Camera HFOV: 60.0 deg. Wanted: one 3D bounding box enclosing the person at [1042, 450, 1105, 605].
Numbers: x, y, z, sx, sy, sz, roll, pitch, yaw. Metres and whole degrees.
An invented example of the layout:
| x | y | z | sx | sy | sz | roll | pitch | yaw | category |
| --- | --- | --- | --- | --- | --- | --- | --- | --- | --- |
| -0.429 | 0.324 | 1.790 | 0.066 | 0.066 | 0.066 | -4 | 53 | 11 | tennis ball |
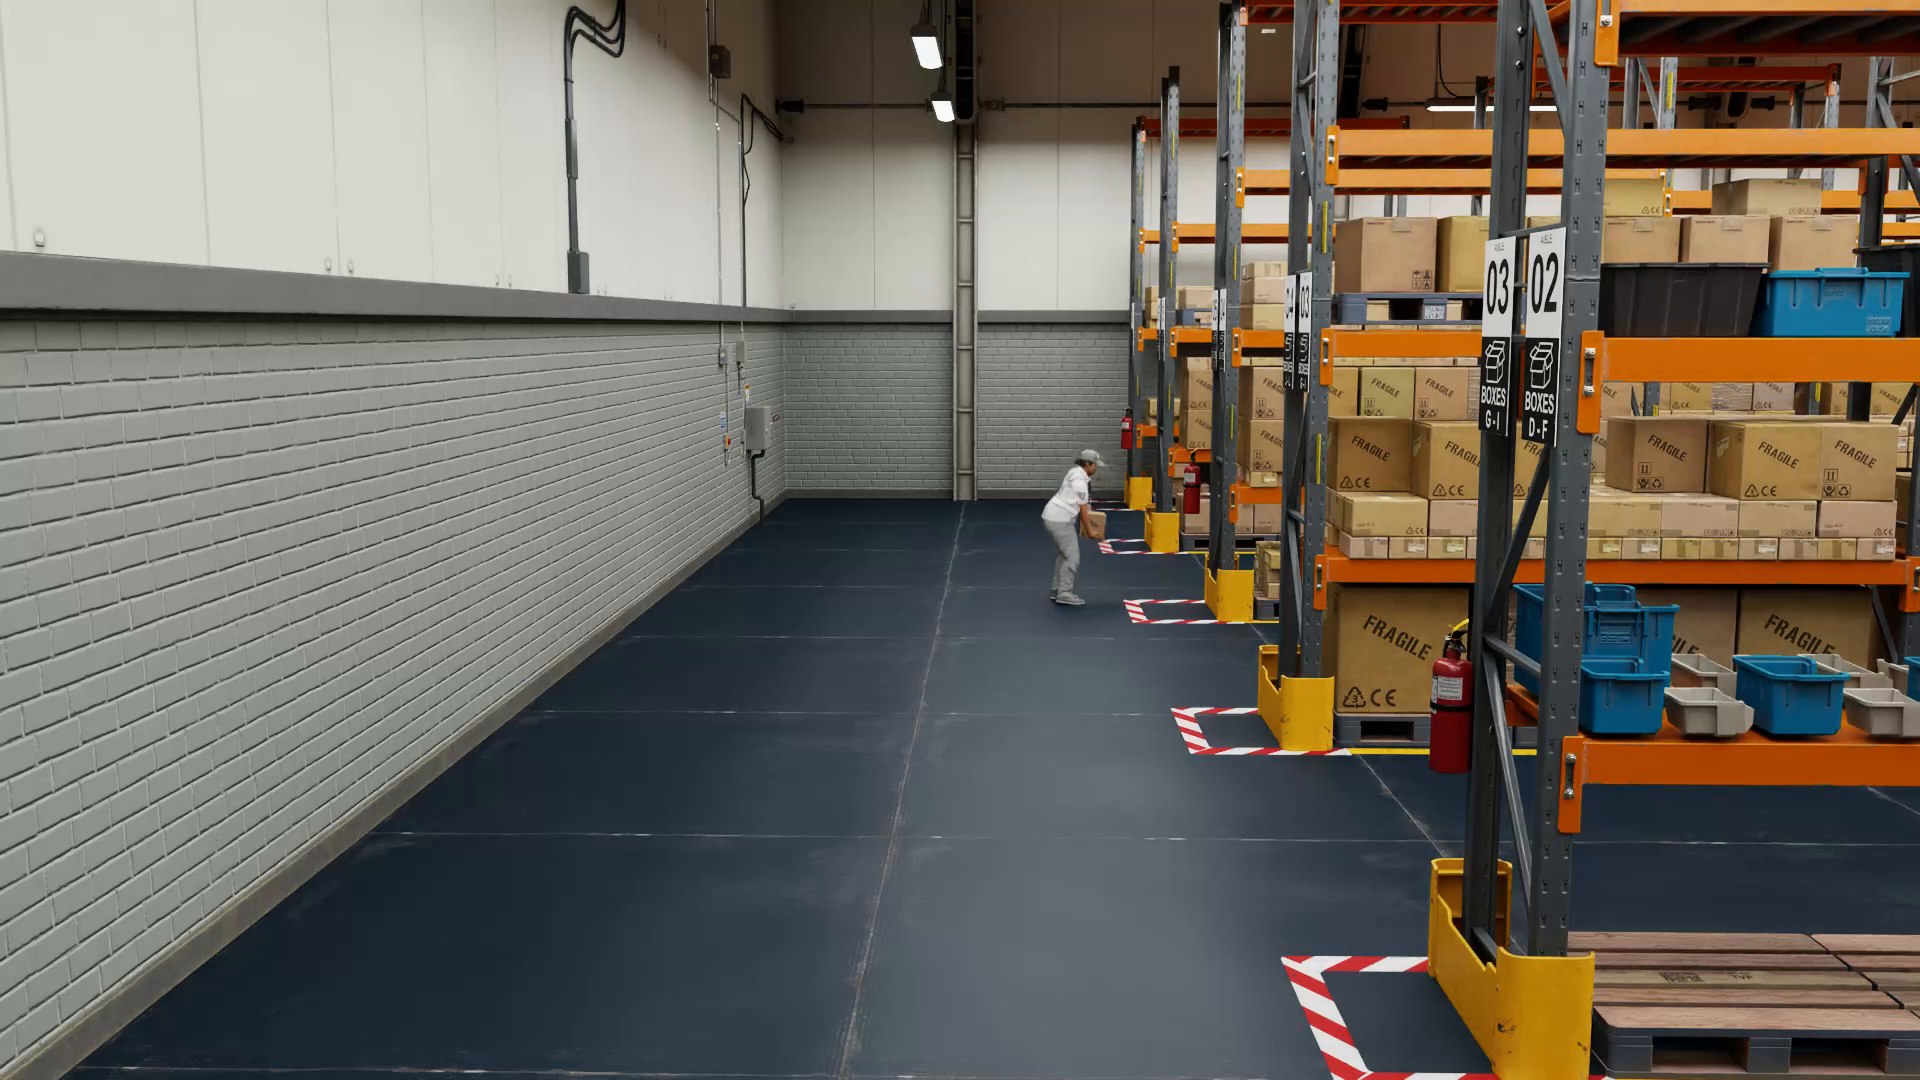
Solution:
| x | y | z | sx | sy | sz | roll | pitch | yaw | category |
| --- | --- | --- | --- | --- | --- | --- | --- | --- | --- |
| 1.181 | -0.139 | 17.164 | 0.633 | 1.594 | 0.452 | 0 | 7 | 0 | person |
